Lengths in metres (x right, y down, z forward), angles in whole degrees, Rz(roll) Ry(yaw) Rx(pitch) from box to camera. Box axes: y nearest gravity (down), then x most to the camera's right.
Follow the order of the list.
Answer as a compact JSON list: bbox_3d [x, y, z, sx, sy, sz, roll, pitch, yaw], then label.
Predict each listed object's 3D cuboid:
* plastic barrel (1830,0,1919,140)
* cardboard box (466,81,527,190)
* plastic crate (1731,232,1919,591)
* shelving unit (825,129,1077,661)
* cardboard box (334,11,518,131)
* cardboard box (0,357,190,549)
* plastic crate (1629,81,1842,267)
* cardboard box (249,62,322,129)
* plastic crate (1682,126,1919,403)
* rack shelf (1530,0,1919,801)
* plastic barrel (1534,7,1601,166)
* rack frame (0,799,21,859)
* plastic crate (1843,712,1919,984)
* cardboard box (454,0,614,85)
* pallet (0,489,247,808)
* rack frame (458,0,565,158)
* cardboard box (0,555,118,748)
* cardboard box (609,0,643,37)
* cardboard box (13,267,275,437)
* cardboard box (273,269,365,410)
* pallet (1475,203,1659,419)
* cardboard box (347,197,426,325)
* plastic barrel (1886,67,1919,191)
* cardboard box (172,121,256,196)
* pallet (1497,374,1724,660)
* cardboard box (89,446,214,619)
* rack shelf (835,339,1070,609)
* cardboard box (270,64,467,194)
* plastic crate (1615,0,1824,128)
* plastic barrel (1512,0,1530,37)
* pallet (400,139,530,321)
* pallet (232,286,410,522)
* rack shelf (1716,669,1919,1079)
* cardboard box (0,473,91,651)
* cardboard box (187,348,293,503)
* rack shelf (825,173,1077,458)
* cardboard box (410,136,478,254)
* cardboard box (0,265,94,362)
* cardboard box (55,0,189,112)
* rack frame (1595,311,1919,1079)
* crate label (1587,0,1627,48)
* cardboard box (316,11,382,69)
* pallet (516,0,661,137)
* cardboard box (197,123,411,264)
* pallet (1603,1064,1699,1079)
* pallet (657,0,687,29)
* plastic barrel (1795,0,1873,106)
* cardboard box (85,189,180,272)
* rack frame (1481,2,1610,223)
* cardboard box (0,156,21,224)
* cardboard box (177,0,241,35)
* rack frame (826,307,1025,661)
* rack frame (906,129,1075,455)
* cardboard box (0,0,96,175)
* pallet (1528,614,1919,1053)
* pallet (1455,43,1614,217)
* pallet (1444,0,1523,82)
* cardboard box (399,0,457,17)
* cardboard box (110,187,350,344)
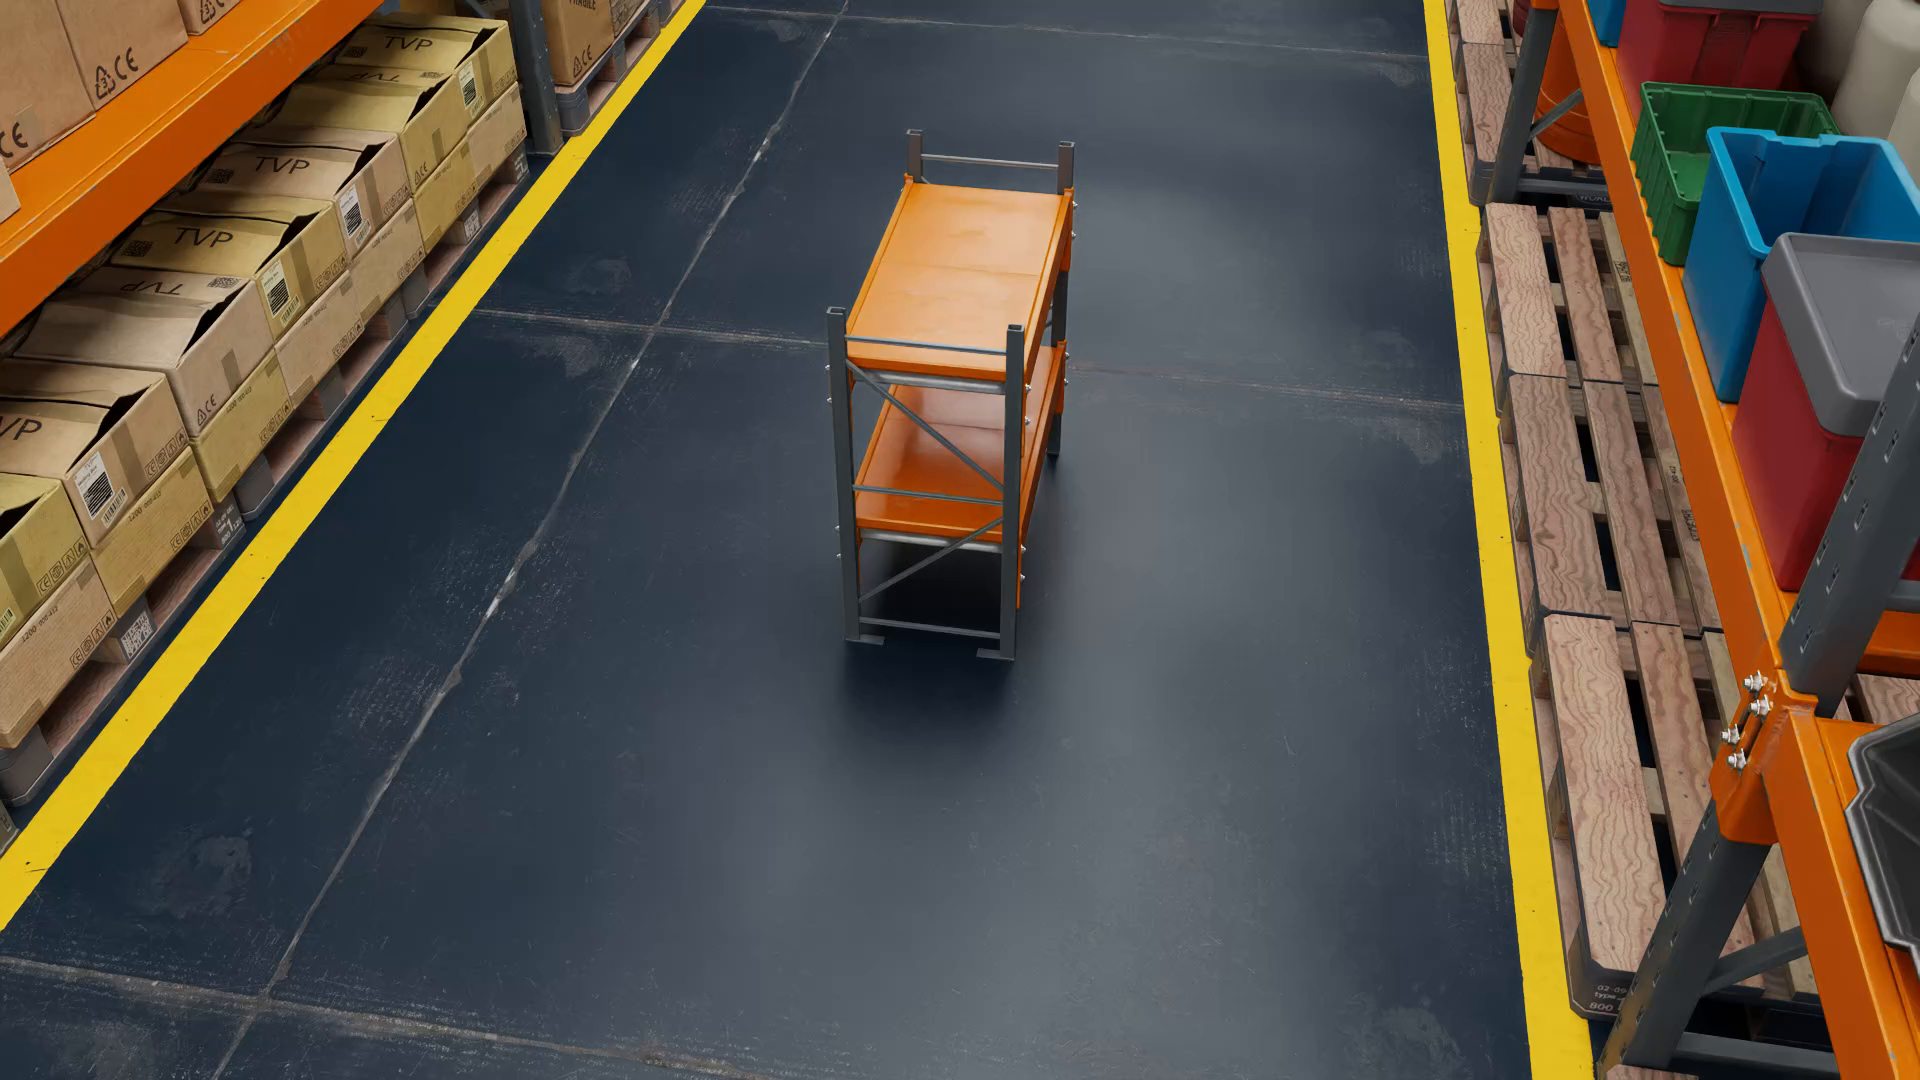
[{"bbox_3d":[2.515,-1.221,4.267,0.433,0.535,0.433,0,40,0],"label":"plastic barrel"},{"bbox_3d":[-2.105,-1.665,6.738,0.500,0.250,0.500,7,40,9],"label":"cardboard box"},{"bbox_3d":[1.714,-0.223,3.115,0.402,0.464,0.583,6,40,8],"label":"plastic crate"},{"bbox_3d":[0.001,-0.438,4.897,0.538,1.125,1.048,6,40,8],"label":"shelving unit"},{"bbox_3d":[-2.102,-1.882,6.560,0.500,0.311,0.500,7,40,9],"label":"cardboard box"},{"bbox_3d":[-2.538,-0.273,4.614,0.500,0.311,0.500,6,40,7],"label":"cardboard box"},{"bbox_3d":[1.955,-0.903,4.155,0.450,0.188,0.662,6,40,8],"label":"plastic crate"},{"bbox_3d":[-2.717,-1.611,6.233,0.500,0.311,0.500,5,40,7],"label":"cardboard box"},{"bbox_3d":[1.816,-0.581,3.611,0.392,0.384,0.575,6,40,8],"label":"plastic crate"},{"bbox_3d":[2.278,-0.839,4.475,1.077,0.370,4.000,6,40,8],"label":"rack shelf"},{"bbox_3d":[2.692,-2.005,6.695,0.600,0.830,0.708,6,40,8],"label":"plastic barrel"},{"bbox_3d":[-2.946,-0.409,3.391,1.000,3.000,0.127,6,40,8],"label":"rack frame"},{"bbox_3d":[1.716,0.478,2.367,0.767,0.338,0.504,6,40,8],"label":"plastic crate"},{"bbox_3d":[-1.894,-2.380,7.391,0.500,0.500,0.500,8,40,10],"label":"cardboard box"},{"bbox_3d":[-2.857,0.199,4.844,1.003,0.211,1.213,6,40,8],"label":"pallet"},{"bbox_3d":[-2.254,-2.920,6.427,1.000,3.000,0.127,6,40,8],"label":"rack frame"},{"bbox_3d":[-2.633,0.263,4.406,0.500,0.250,0.500,5,40,7],"label":"cardboard box"},{"bbox_3d":[-1.809,-2.709,7.789,0.500,0.500,0.500,5,40,6],"label":"cardboard box"},{"bbox_3d":[-2.449,-0.598,5.007,0.500,0.311,0.500,5,40,6],"label":"cardboard box"},{"bbox_3d":[-2.367,-0.702,5.574,0.500,0.250,0.500,7,40,9],"label":"cardboard box"},{"bbox_3d":[2.452,-0.814,6.069,1.003,0.211,1.213,6,40,8],"label":"pallet"},{"bbox_3d":[-2.281,-1.025,5.965,0.500,0.250,0.500,7,40,9],"label":"cardboard box"},{"bbox_3d":[2.440,-0.950,3.938,0.433,0.535,0.433,0,40,0],"label":"plastic barrel"},{"bbox_3d":[-2.807,-1.291,5.846,0.500,0.311,0.500,5,40,6],"label":"cardboard box"},{"bbox_3d":[2.238,-0.051,5.146,1.003,0.211,1.213,6,40,8],"label":"pallet"},{"bbox_3d":[-2.543,-0.058,4.794,0.500,0.250,0.500,7,40,9],"label":"cardboard box"},{"bbox_3d":[0.001,-0.249,5.053,0.538,0.278,1.000,6,40,8],"label":"rack shelf"},{"bbox_3d":[-2.186,-1.555,6.165,0.500,0.311,0.500,6,40,7],"label":"cardboard box"},{"bbox_3d":[2.043,-1.415,4.558,0.402,0.464,0.583,6,40,8],"label":"plastic crate"},{"bbox_3d":[2.887,-2.621,7.629,0.600,0.588,0.708,6,40,8],"label":"plastic barrel"},{"bbox_3d":[-2.435,-1.333,6.696,1.003,0.211,1.213,6,40,8],"label":"pallet"},{"bbox_3d":[-2.648,-0.569,5.773,1.003,0.211,1.213,6,40,8],"label":"pallet"},{"bbox_3d":[1.586,1.672,1.439,1.077,0.370,4.000,6,40,8],"label":"rack shelf"},{"bbox_3d":[-2.629,0.041,4.235,0.500,0.311,0.500,7,40,8],"label":"cardboard box"},{"bbox_3d":[-2.456,-0.383,5.188,0.500,0.250,0.500,5,40,6],"label":"cardboard box"},{"bbox_3d":[0.001,-0.663,4.710,0.538,0.278,1.000,6,40,8],"label":"rack shelf"},{"bbox_3d":[-2.191,-1.341,6.346,0.500,0.250,0.500,6,40,7],"label":"cardboard box"},{"bbox_3d":[-2.986,-0.653,5.075,0.500,0.311,0.500,6,40,8],"label":"cardboard box"},{"bbox_3d":[-2.620,-1.573,4.720,0.500,0.500,0.500,6,40,8],"label":"cardboard box"},{"bbox_3d":[1.932,0.139,2.728,1.000,3.000,0.127,6,40,8],"label":"rack frame"},{"bbox_3d":[2.186,-1.791,5.034,0.502,0.435,0.616,6,40,8],"label":"crate label"},{"bbox_3d":[-2.634,-1.942,6.633,0.500,0.311,0.500,8,40,9],"label":"cardboard box"},{"bbox_3d":[-2.088,-2.309,7.877,1.003,0.211,1.213,6,40,8],"label":"pallet"},{"bbox_3d":[-2.276,-1.239,5.782,0.500,0.311,0.500,6,40,7],"label":"cardboard box"},{"bbox_3d":[1.774,1.631,3.112,1.003,0.211,1.213,6,40,8],"label":"pallet"},{"bbox_3d":[-1.874,-3.073,8.801,1.003,0.211,1.213,6,40,8],"label":"pallet"},{"bbox_3d":[2.583,-1.481,4.599,0.421,0.512,0.421,0,40,0],"label":"plastic barrel"},{"bbox_3d":[-2.895,-0.968,5.455,0.500,0.311,0.500,6,40,7],"label":"cardboard box"},{"bbox_3d":[2.624,-2.371,5.764,1.000,3.000,0.127,6,40,8],"label":"rack frame"},{"bbox_3d":[-2.592,-0.846,4.116,0.380,0.149,0.250,6,40,8],"label":"cardboard box"},{"bbox_3d":[-2.528,-1.903,5.120,0.500,0.500,0.500,4,40,5],"label":"cardboard box"},{"bbox_3d":[-0.087,-0.119,4.511,0.500,1.125,0.032,6,40,8],"label":"rack frame"},{"bbox_3d":[0.089,-0.757,5.283,0.500,1.125,0.032,6,40,8],"label":"rack frame"},{"bbox_3d":[-2.706,-1.259,4.340,0.500,0.500,0.500,9,40,11],"label":"cardboard box"},{"bbox_3d":[2.029,0.717,4.217,1.003,0.211,1.213,6,40,8],"label":"pallet"},{"bbox_3d":[2.719,-1.796,7.256,1.003,0.211,1.213,6,40,8],"label":"pallet"},{"bbox_3d":[2.933,-2.559,8.180,1.003,0.211,1.213,6,40,8],"label":"pallet"},{"bbox_3d":[-2.324,-2.739,7.825,0.500,0.500,0.500,8,40,9],"label":"cardboard box"},{"bbox_3d":[-2.365,-0.924,5.402,0.500,0.311,0.500,7,40,9],"label":"cardboard box"}]
